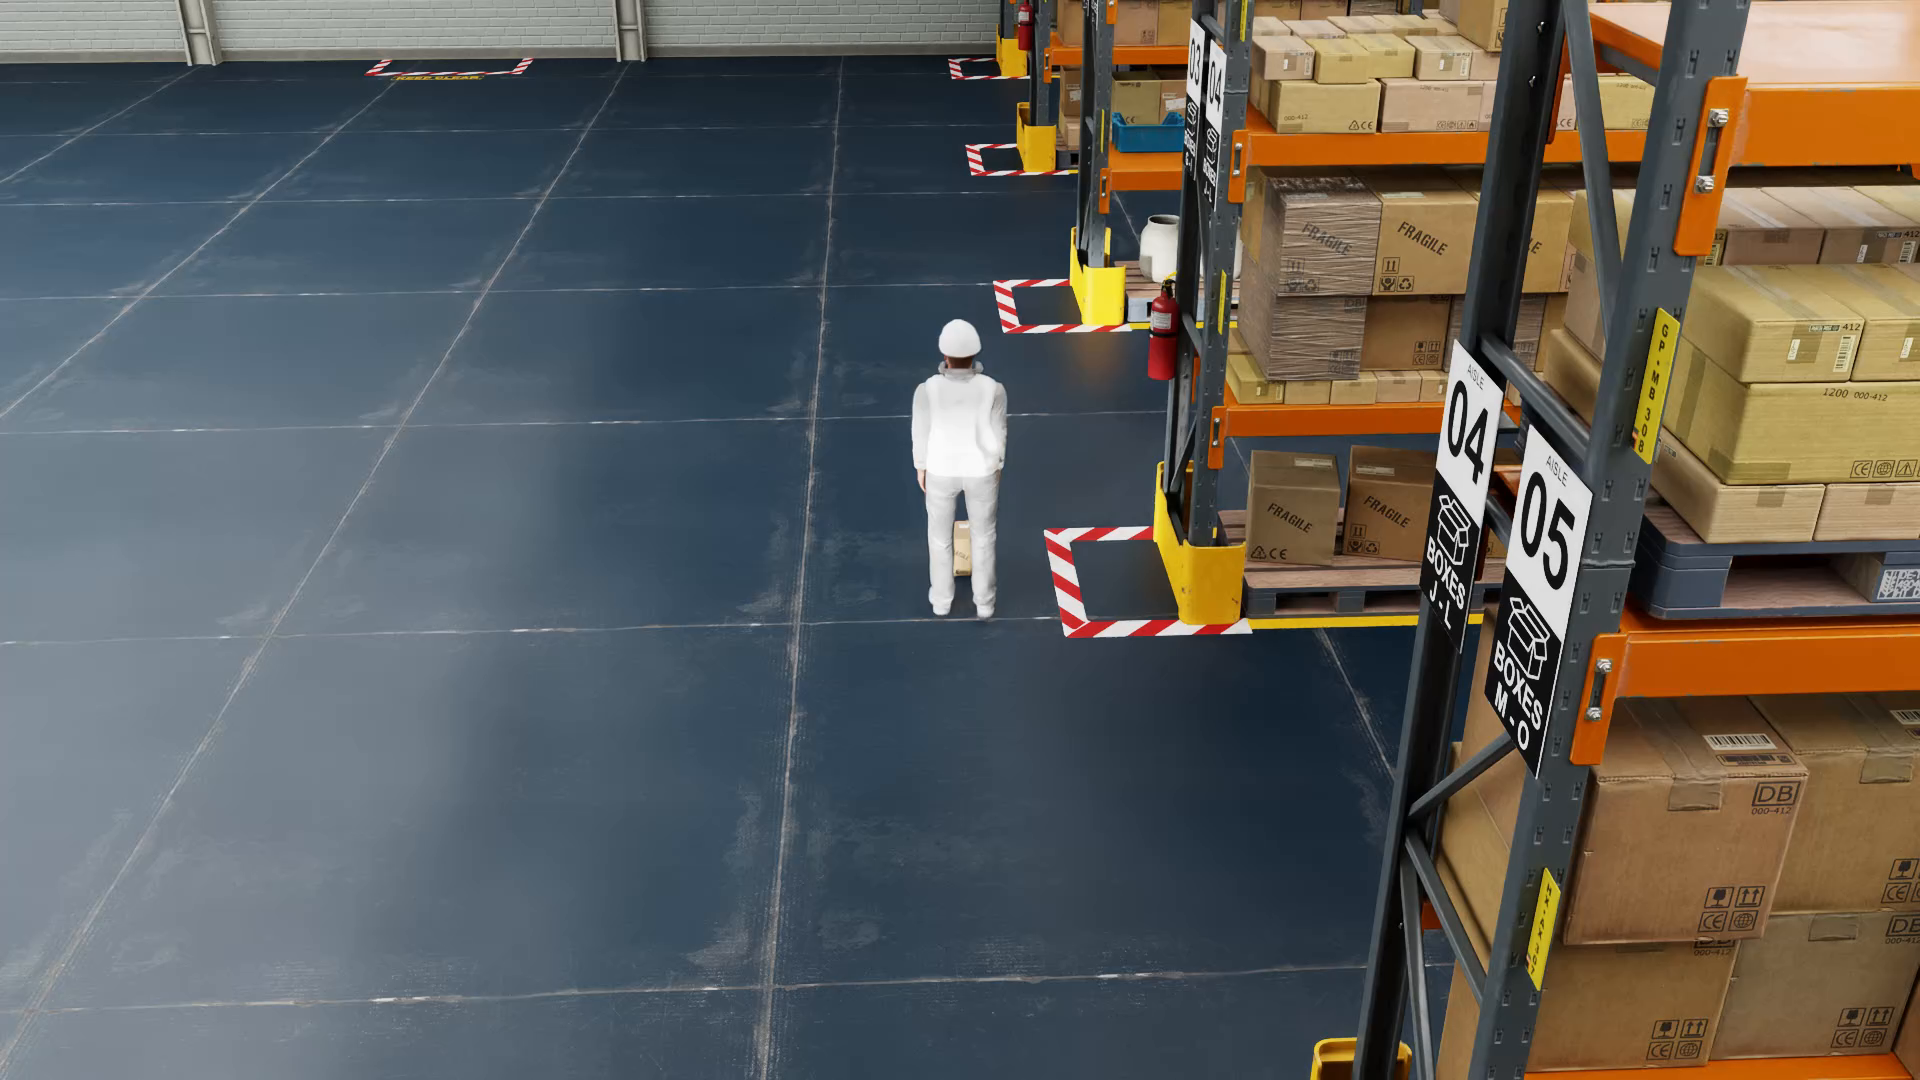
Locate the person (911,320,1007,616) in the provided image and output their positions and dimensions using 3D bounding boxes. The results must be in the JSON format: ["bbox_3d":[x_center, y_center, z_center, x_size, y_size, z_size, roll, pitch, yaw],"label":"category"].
[{"bbox_3d":[-0.006,-0.402,9.378,0.532,1.772,0.360,-1,27,-1],"label":"person"}]
